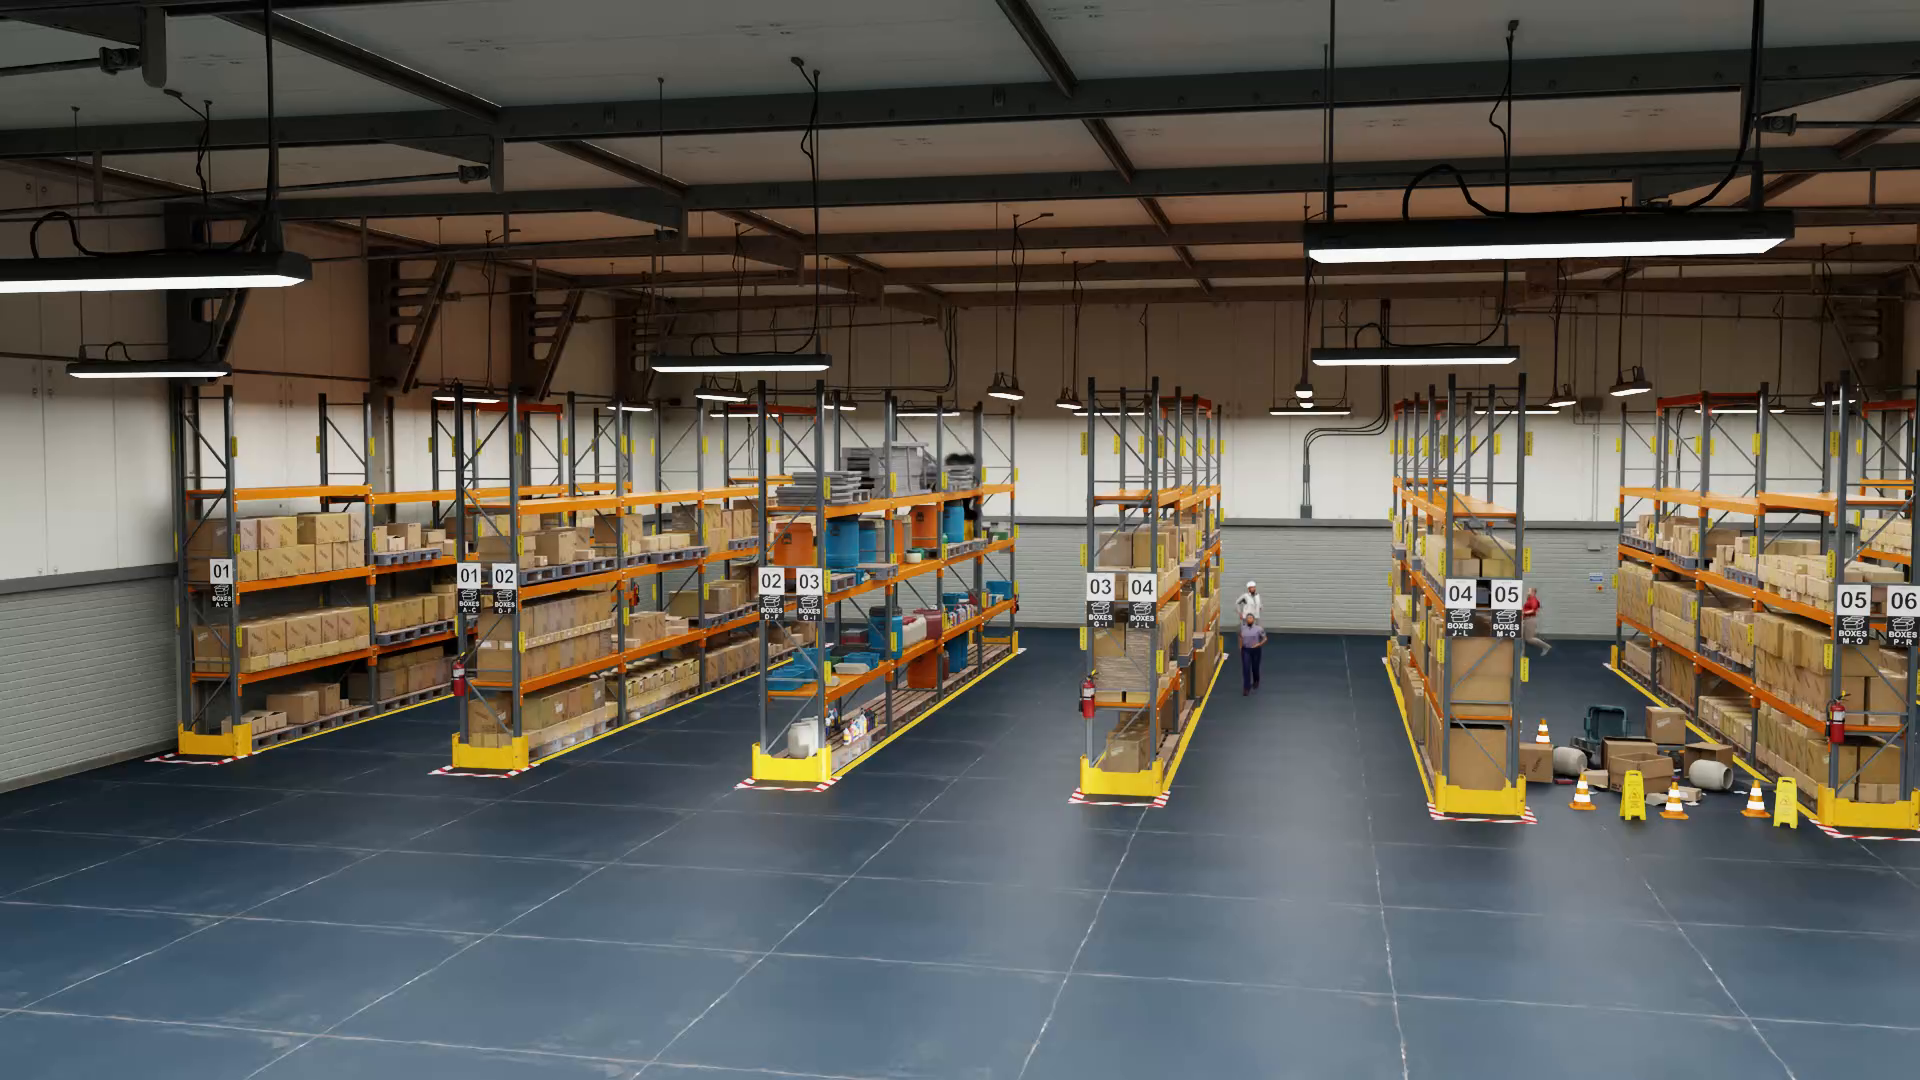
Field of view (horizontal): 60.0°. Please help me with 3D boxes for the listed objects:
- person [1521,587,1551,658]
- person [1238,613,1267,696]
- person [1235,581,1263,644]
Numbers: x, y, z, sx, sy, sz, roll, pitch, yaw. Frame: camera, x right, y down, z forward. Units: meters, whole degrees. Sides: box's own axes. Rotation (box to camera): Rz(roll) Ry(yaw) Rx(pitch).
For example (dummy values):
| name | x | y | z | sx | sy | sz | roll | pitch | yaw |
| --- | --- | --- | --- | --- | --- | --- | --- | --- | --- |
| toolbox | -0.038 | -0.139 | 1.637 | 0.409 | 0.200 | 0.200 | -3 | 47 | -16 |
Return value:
| name | x | y | z | sx | sy | sz | roll | pitch | yaw |
| --- | --- | --- | --- | --- | --- | --- | --- | --- | --- |
| person | 13.461 | 1.955 | 39.190 | 0.901 | 1.695 | 0.676 | 1 | 3 | 15 |
| person | 5.882 | 2.293 | 33.505 | 0.599 | 1.632 | 0.837 | 1 | 3 | 19 |
| person | 7.018 | 1.877 | 40.095 | 0.697 | 1.767 | 0.933 | -2 | 4 | -28 |
